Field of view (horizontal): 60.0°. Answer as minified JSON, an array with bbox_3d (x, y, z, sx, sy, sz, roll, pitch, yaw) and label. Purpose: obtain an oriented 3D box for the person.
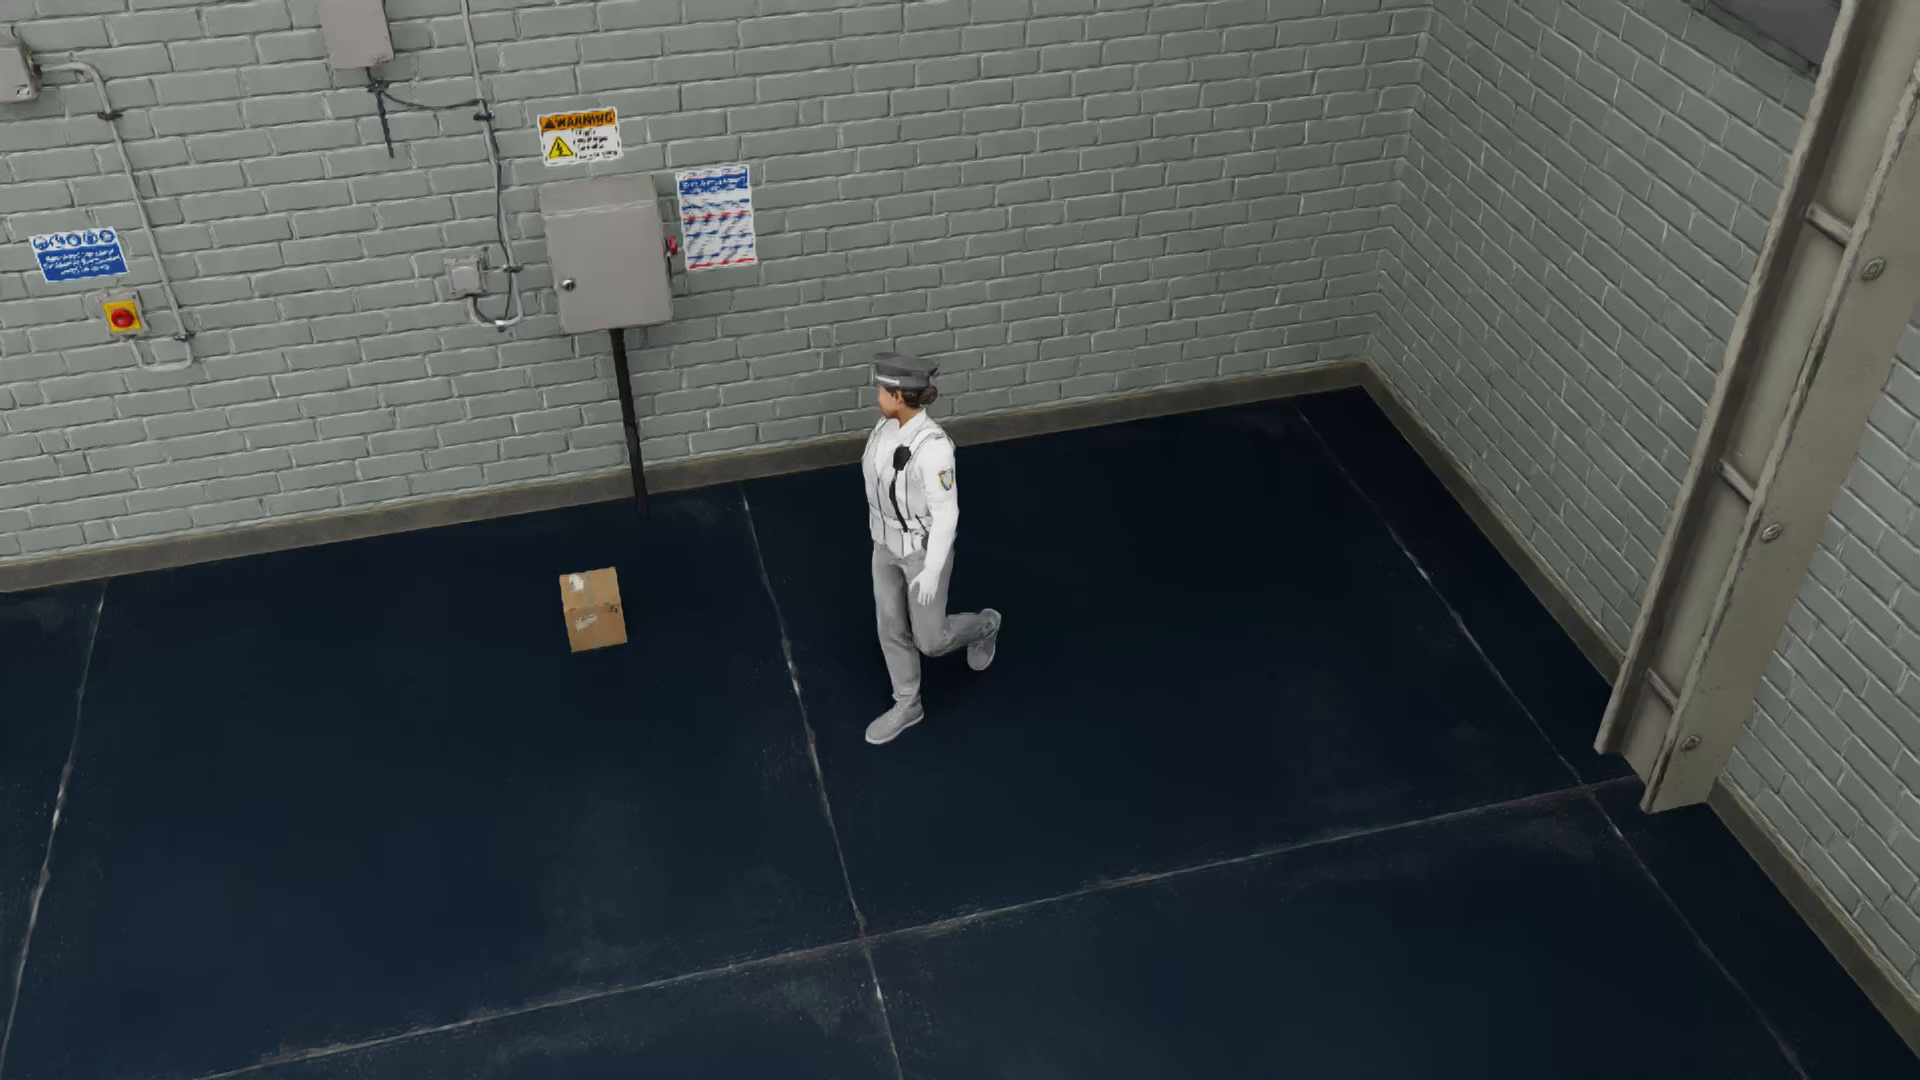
[{"bbox_3d":[-0.180,0.108,6.788,0.719,1.392,0.525,-26,45,-29],"label":"person"}]
